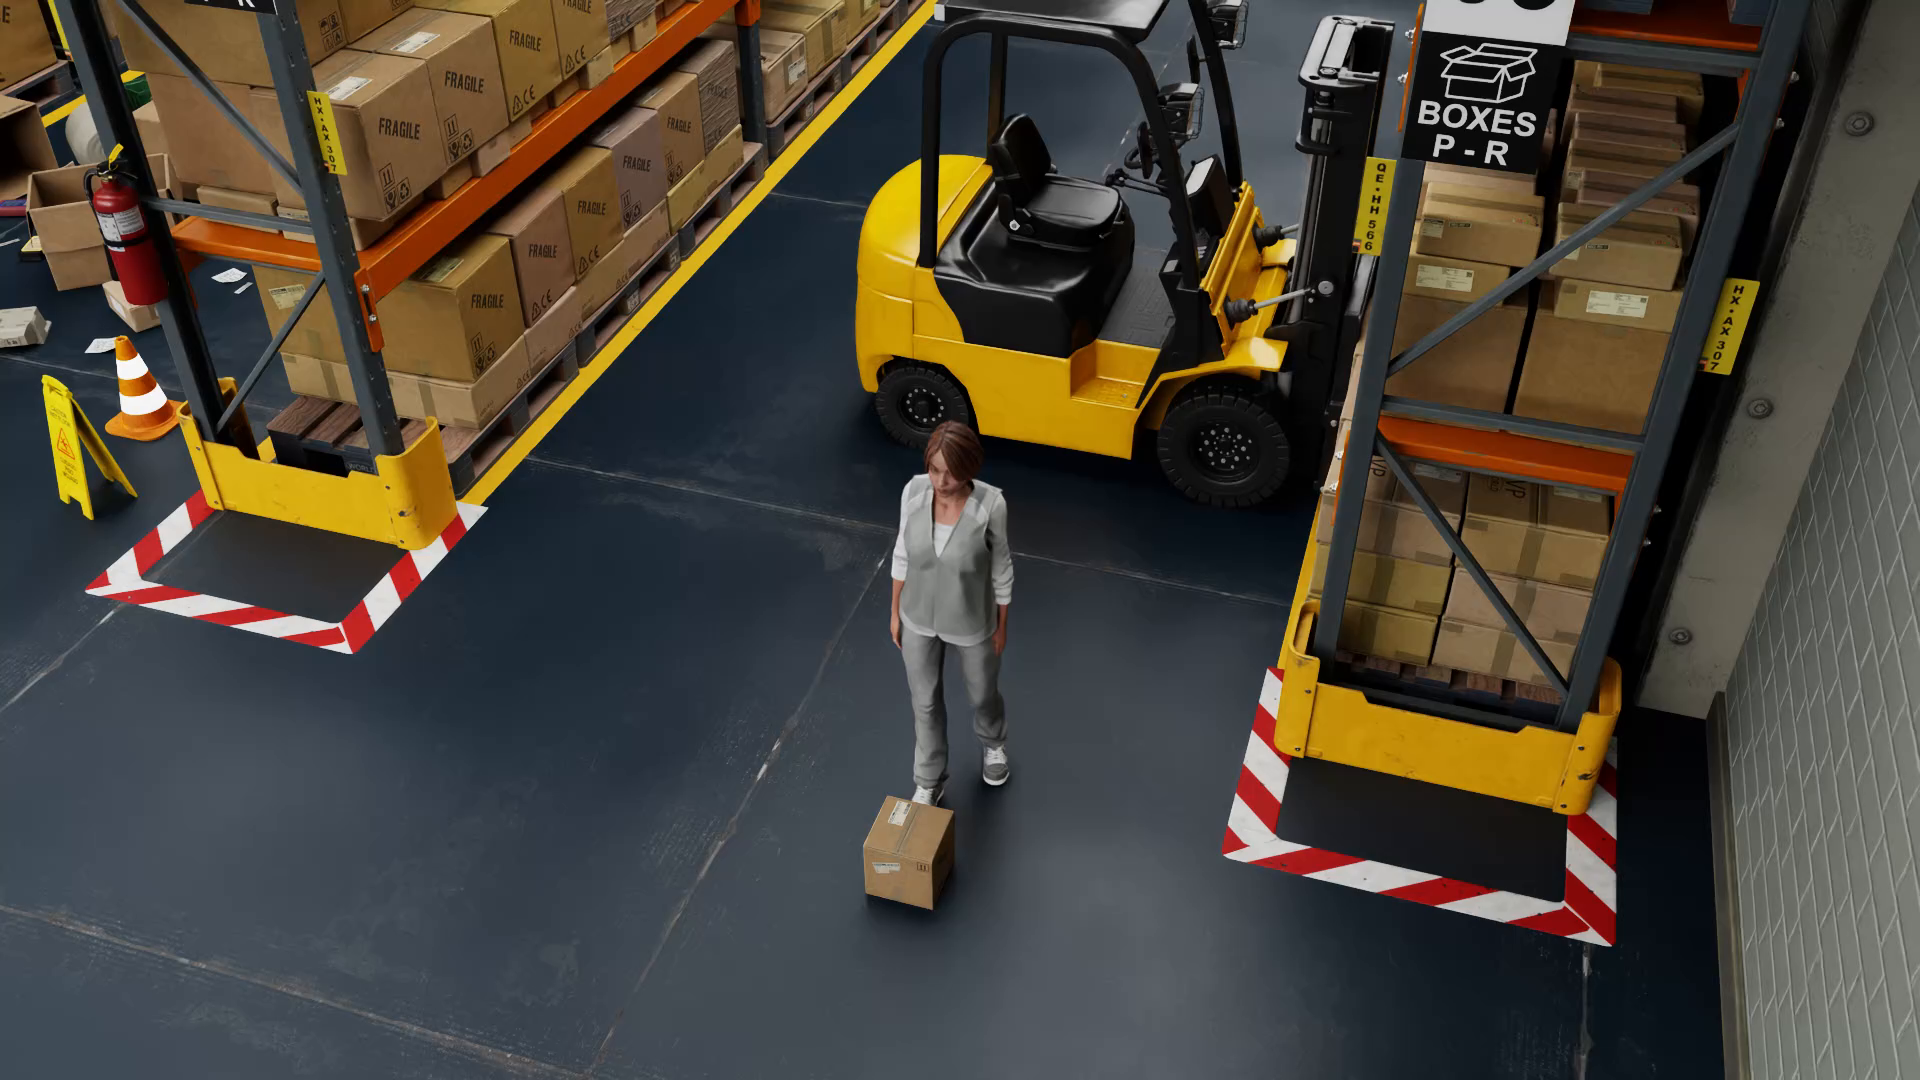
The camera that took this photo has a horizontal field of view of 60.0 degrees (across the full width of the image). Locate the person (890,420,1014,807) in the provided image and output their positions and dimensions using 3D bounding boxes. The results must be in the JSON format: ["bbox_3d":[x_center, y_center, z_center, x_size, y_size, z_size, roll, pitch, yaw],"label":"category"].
[{"bbox_3d":[-0.038,0.296,5.773,0.427,1.617,0.568,11,39,14],"label":"person"}]
